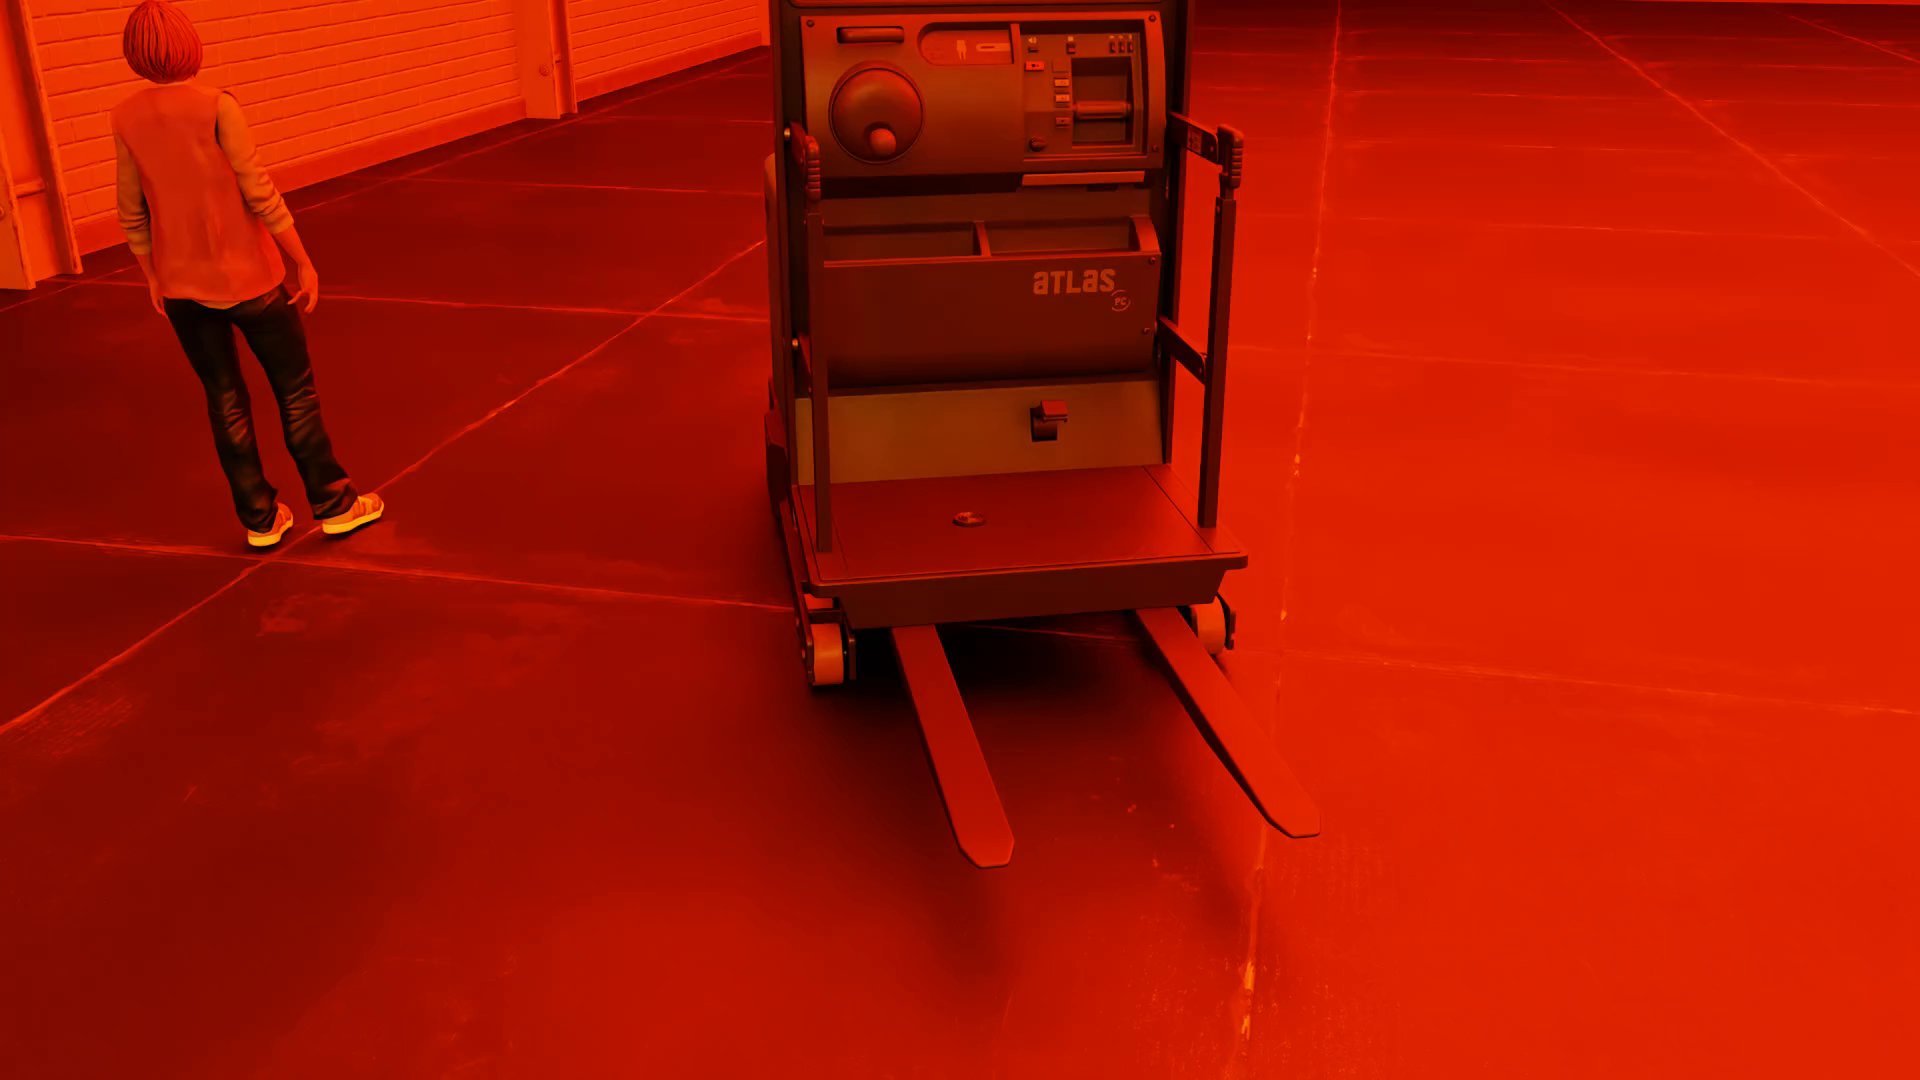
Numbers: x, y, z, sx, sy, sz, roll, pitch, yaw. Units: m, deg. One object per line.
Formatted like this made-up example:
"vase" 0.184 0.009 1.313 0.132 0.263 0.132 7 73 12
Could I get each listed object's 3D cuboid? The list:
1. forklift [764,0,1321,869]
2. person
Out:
"forklift" 0.104 -1.131 4.040 1.130 2.935 3.031 -4 22 -9
"person" -2.109 -0.754 4.864 0.521 1.597 0.475 1 22 2
